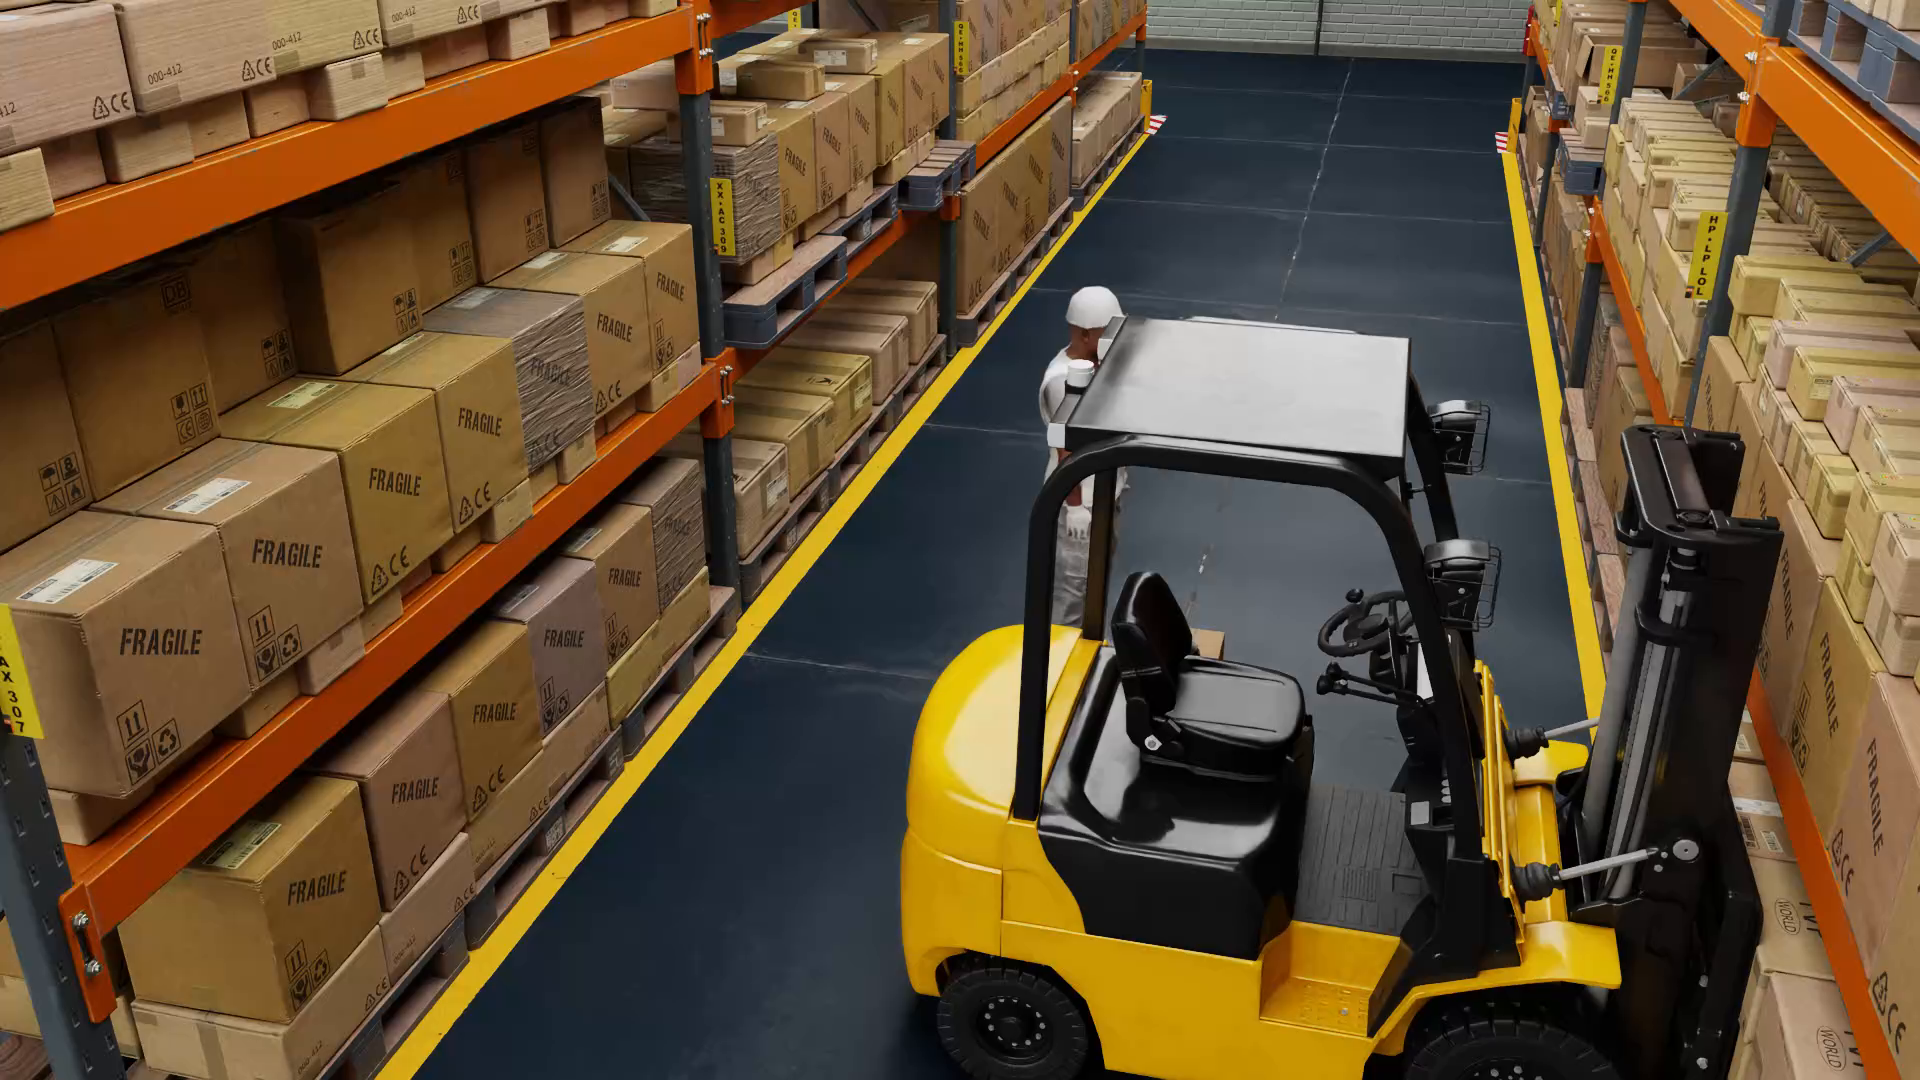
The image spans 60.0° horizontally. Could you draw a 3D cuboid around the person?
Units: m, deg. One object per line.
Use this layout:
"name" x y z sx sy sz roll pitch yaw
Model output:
"person" 0.531 -0.203 7.027 0.358 1.779 0.548 7 26 14
